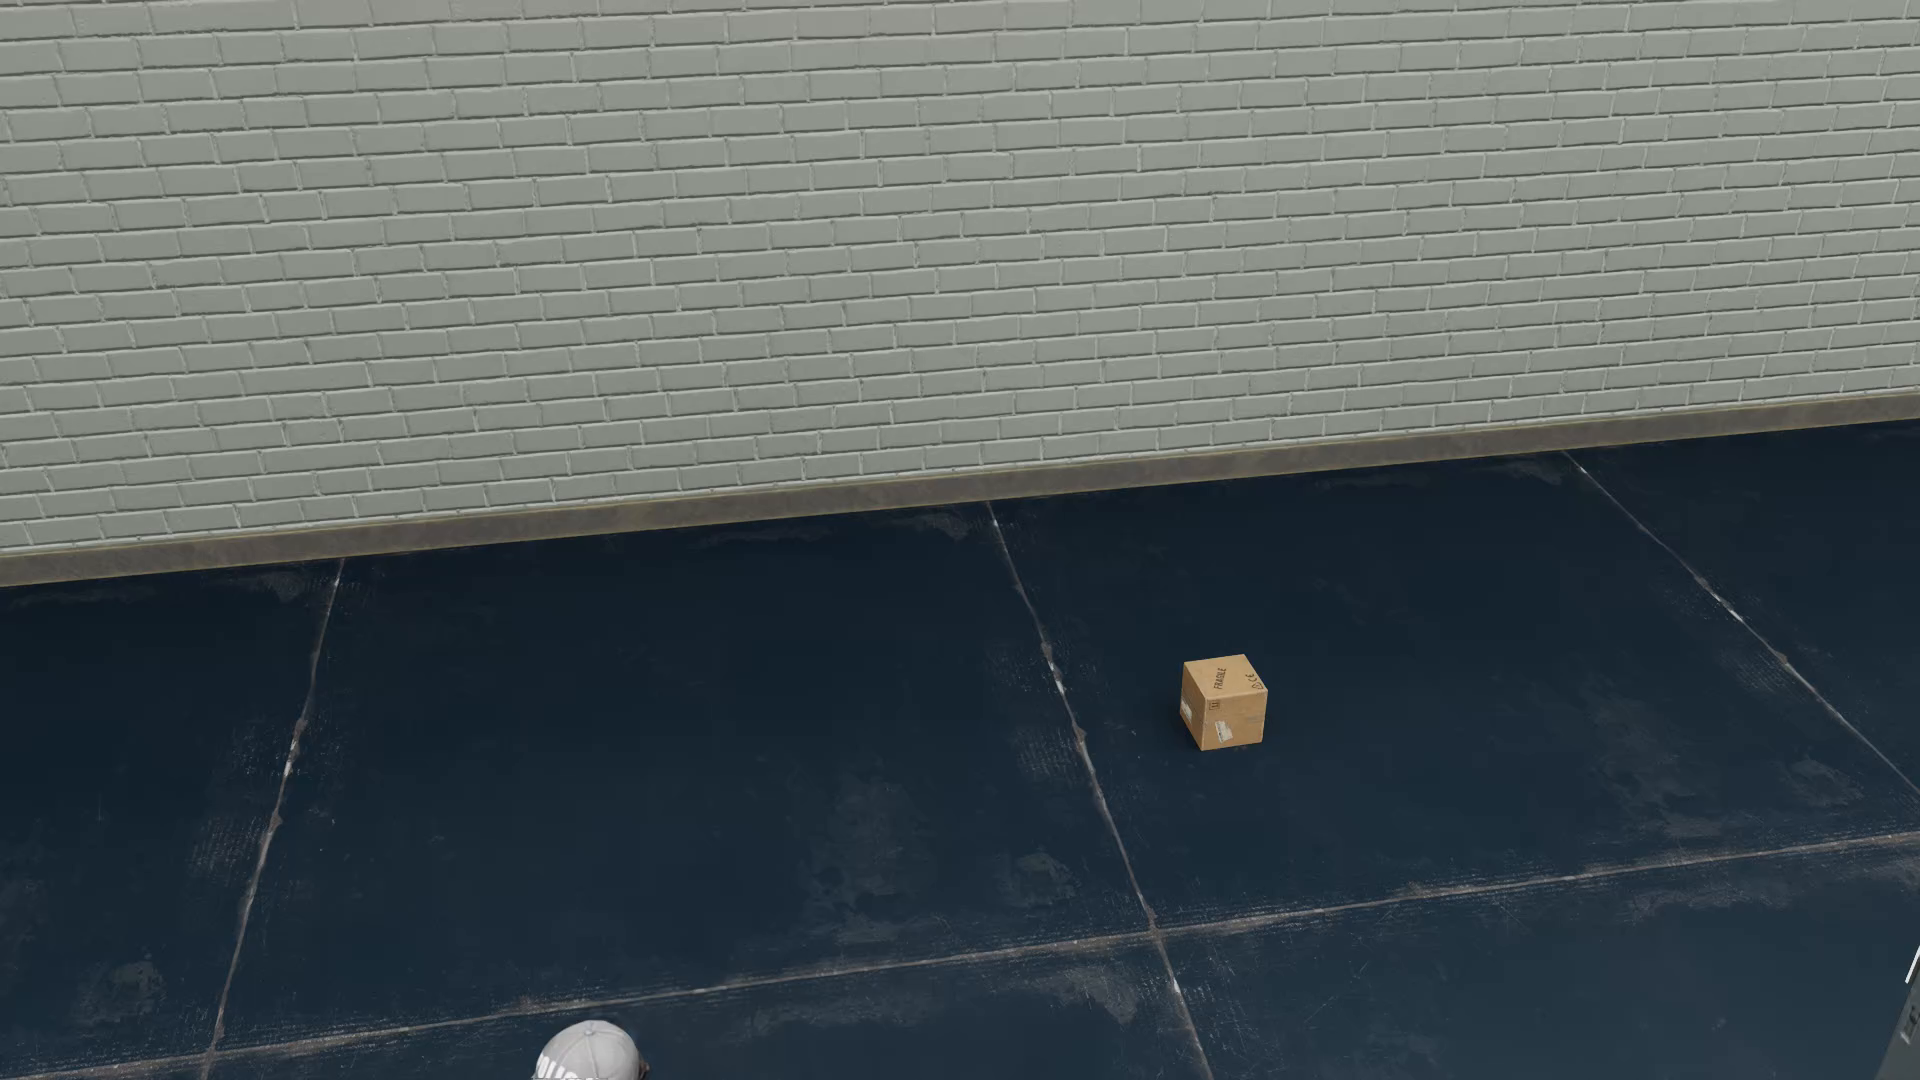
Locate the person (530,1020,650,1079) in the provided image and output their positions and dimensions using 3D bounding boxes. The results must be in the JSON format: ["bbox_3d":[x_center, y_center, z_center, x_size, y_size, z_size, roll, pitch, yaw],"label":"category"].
[{"bbox_3d":[-0.664,1.588,3.439,0.480,1.650,0.649,13,33,21],"label":"person"}]
